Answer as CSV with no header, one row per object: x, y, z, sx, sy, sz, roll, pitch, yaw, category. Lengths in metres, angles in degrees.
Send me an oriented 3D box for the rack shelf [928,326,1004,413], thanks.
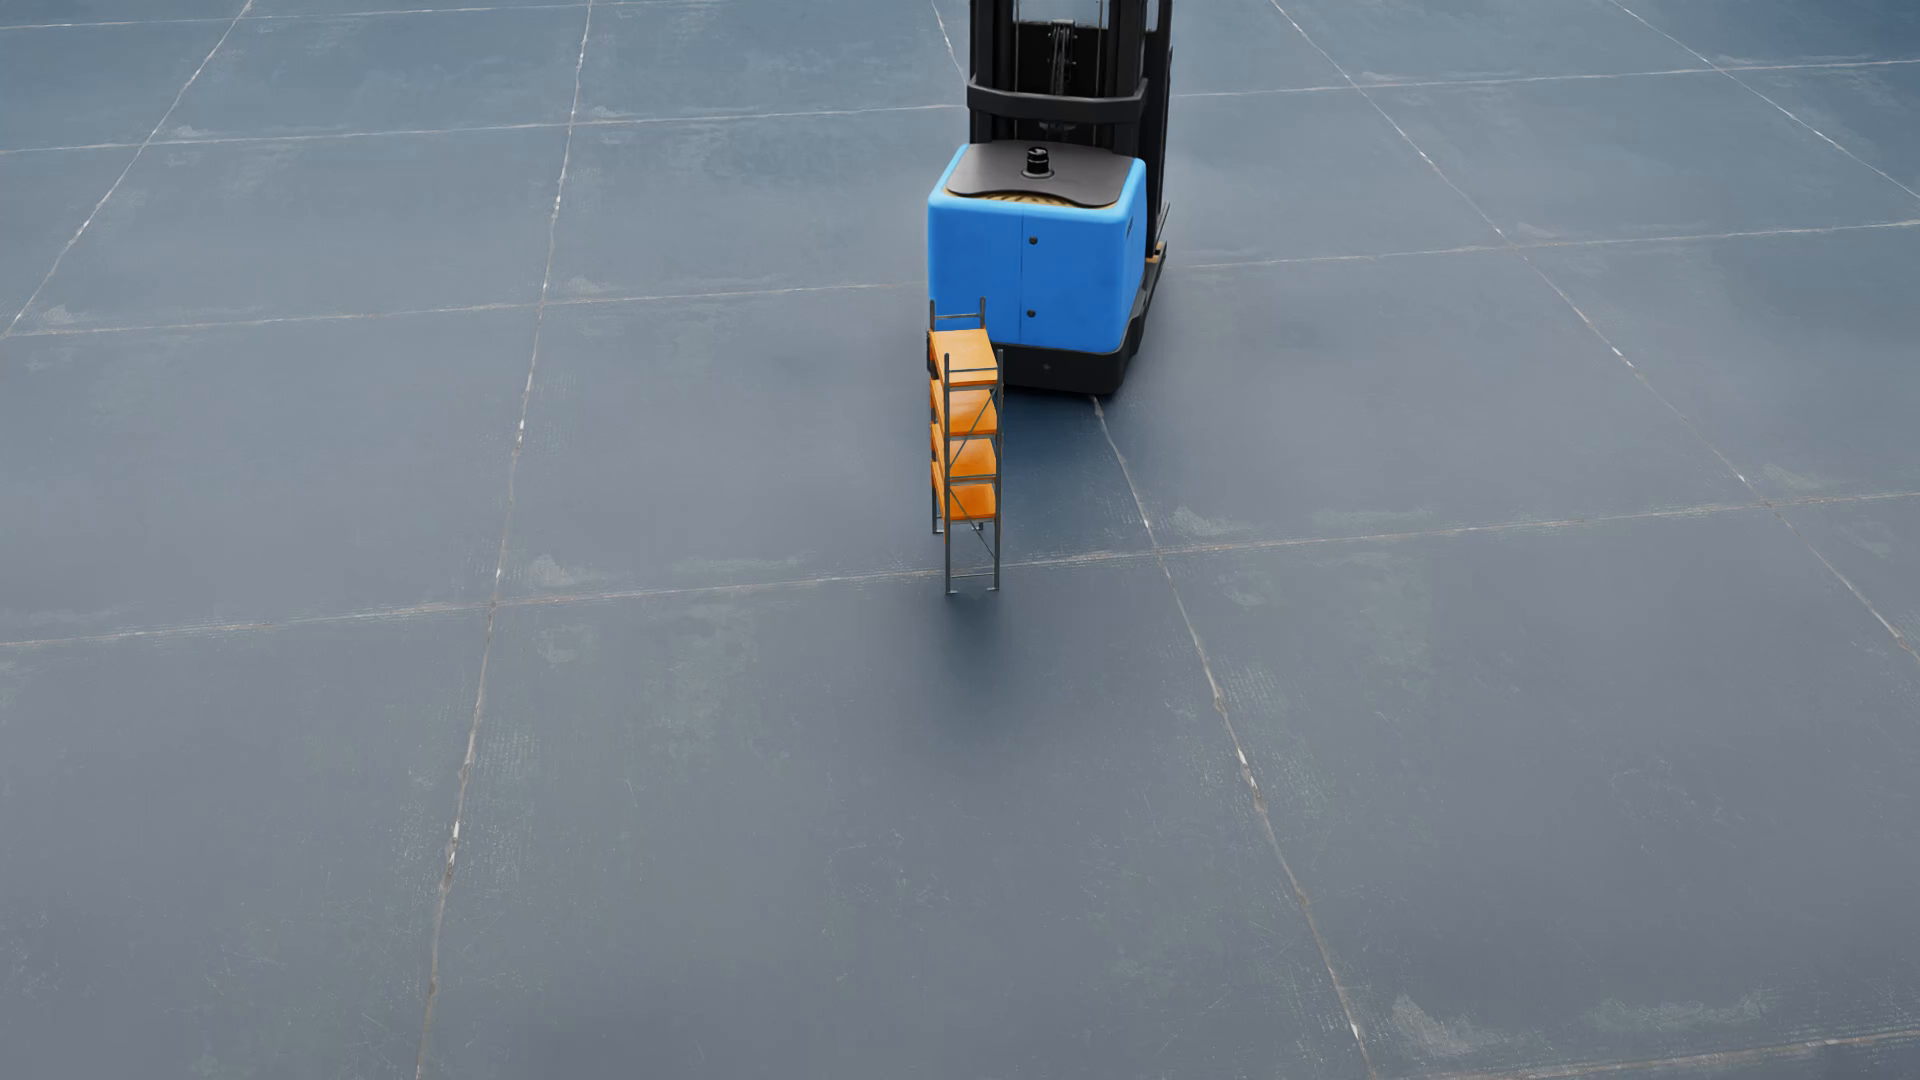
0.022,-0.728,7.055,0.258,0.148,0.480,-4,35,-6,rack shelf

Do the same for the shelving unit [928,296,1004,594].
0.022,-0.403,7.277,0.258,1.200,0.503,-4,35,-6,shelving unit

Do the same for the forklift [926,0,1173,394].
0.649,-2.801,9.258,1.130,2.935,3.031,7,35,11,forklift

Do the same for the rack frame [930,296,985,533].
-0.011,-0.540,7.476,0.240,1.200,0.015,-4,35,-6,rack frame

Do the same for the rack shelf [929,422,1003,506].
0.022,-0.348,7.314,0.258,0.148,0.480,-4,35,-6,rack shelf

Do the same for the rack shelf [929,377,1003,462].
0.022,-0.533,7.188,0.258,0.148,0.480,-4,35,-6,rack shelf

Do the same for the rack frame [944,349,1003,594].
0.055,-0.267,7.077,0.240,1.200,0.015,-4,35,-6,rack frame

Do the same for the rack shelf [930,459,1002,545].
0.022,-0.184,7.426,0.258,0.148,0.480,-4,35,-6,rack shelf
